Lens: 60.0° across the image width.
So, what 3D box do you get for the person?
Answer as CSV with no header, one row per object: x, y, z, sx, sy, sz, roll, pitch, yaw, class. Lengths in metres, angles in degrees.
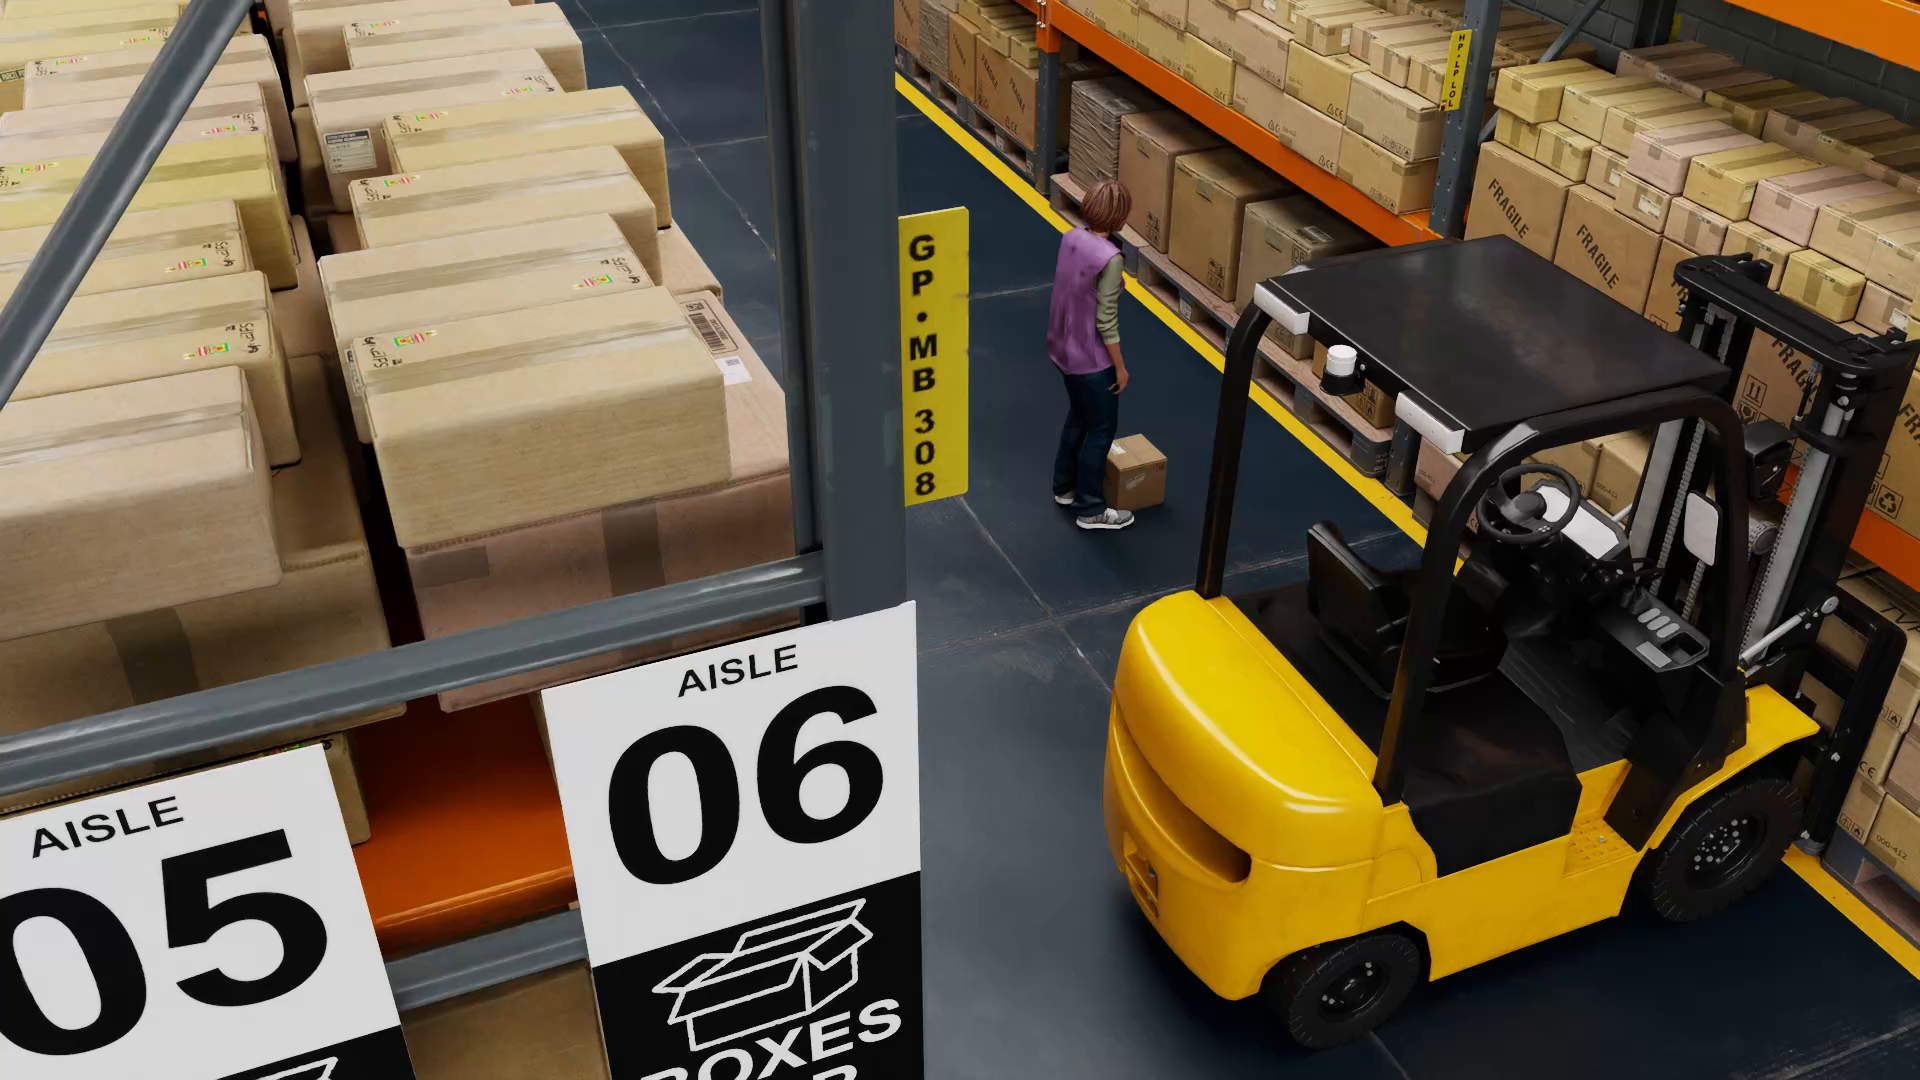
0.574,-0.807,7.361,0.342,1.582,0.483,-15,37,-21,person
